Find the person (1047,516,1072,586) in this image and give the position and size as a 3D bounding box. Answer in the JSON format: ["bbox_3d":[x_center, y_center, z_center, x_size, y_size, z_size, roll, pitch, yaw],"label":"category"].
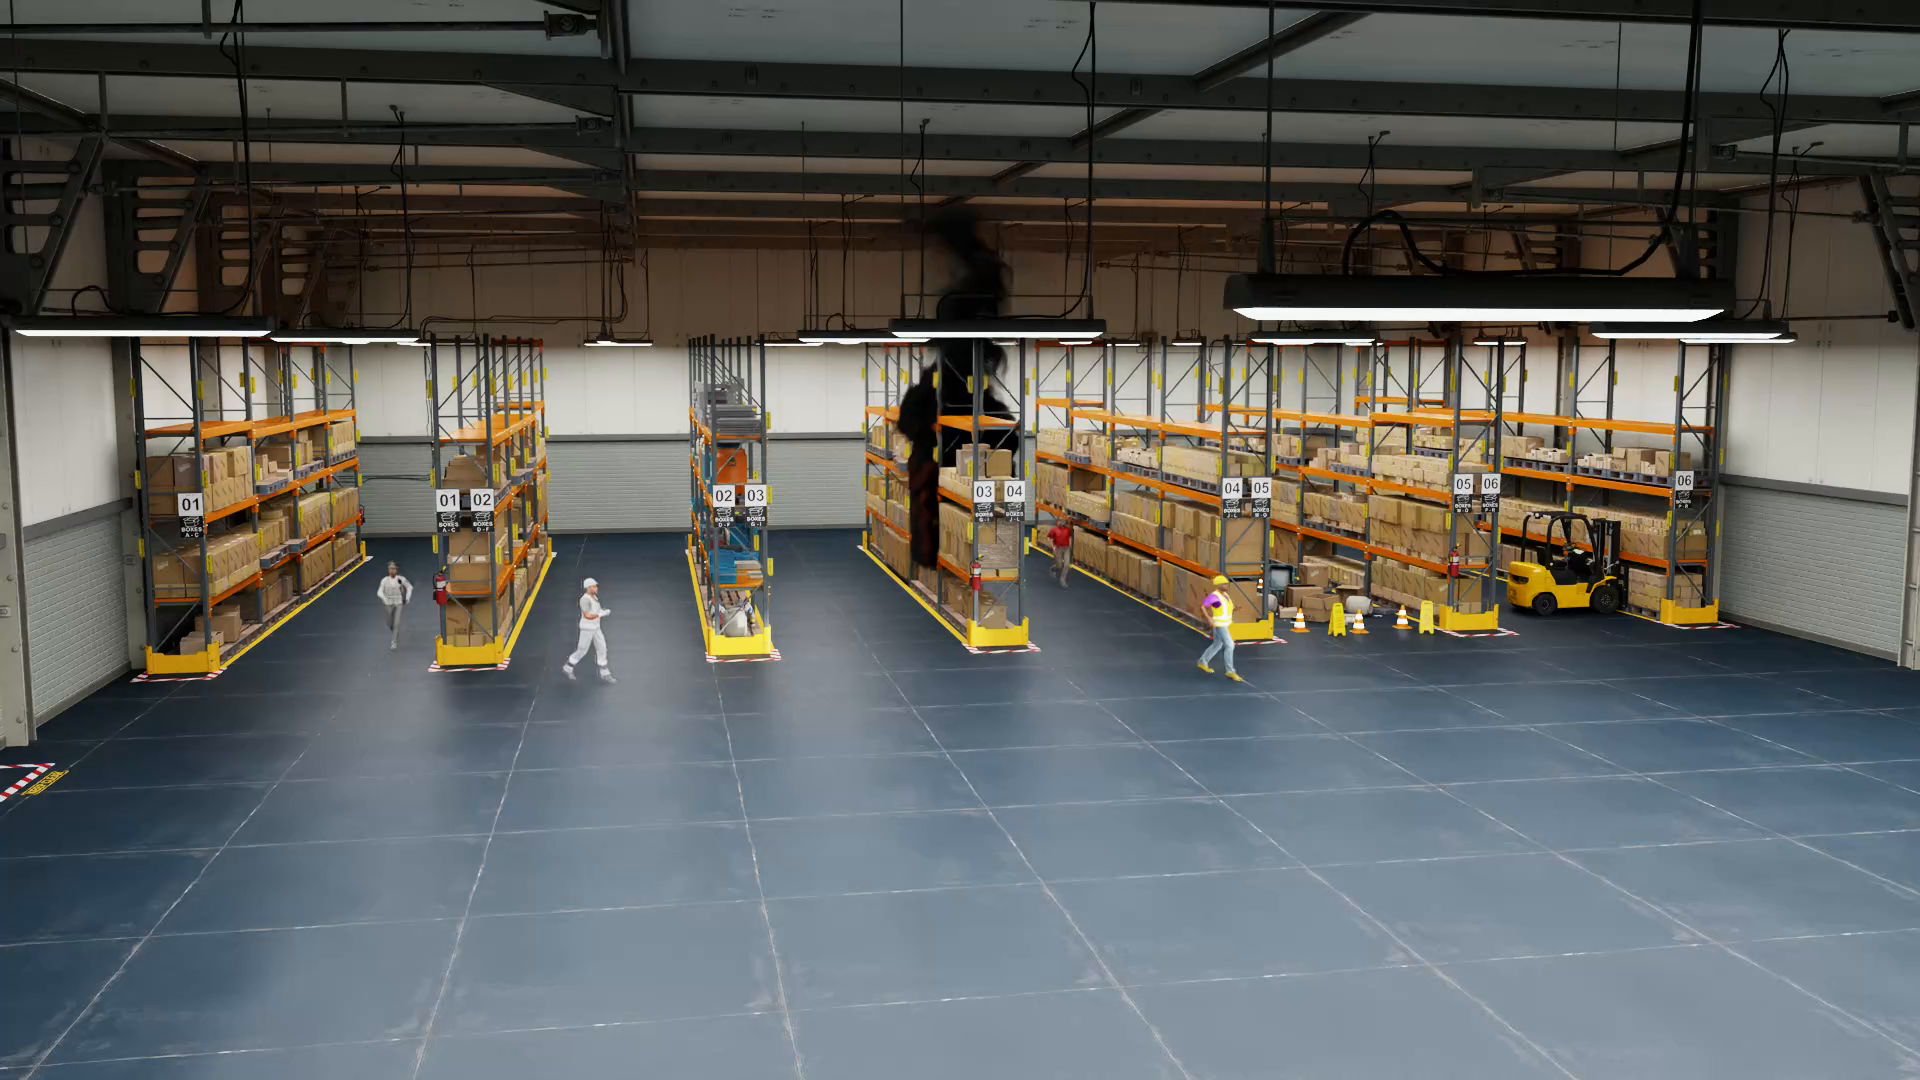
[{"bbox_3d":[2.446,0.263,40.473,0.670,1.691,0.655,-2,7,-20],"label":"person"}]

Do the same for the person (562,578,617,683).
[{"bbox_3d":[-6.358,1.546,28.463,0.964,1.801,0.659,1,7,11],"label":"person"}]

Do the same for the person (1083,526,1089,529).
[{"bbox_3d":[3.846,-0.751,49.290,0.629,1.656,0.892,-6,9,-42],"label":"person"}]

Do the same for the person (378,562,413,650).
[{"bbox_3d":[-10.839,1.240,31.901,0.630,1.656,0.949,-1,7,-11],"label":"person"}]

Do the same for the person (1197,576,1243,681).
[{"bbox_3d":[4.539,1.517,28.953,0.876,1.802,0.679,3,7,25],"label":"person"}]
